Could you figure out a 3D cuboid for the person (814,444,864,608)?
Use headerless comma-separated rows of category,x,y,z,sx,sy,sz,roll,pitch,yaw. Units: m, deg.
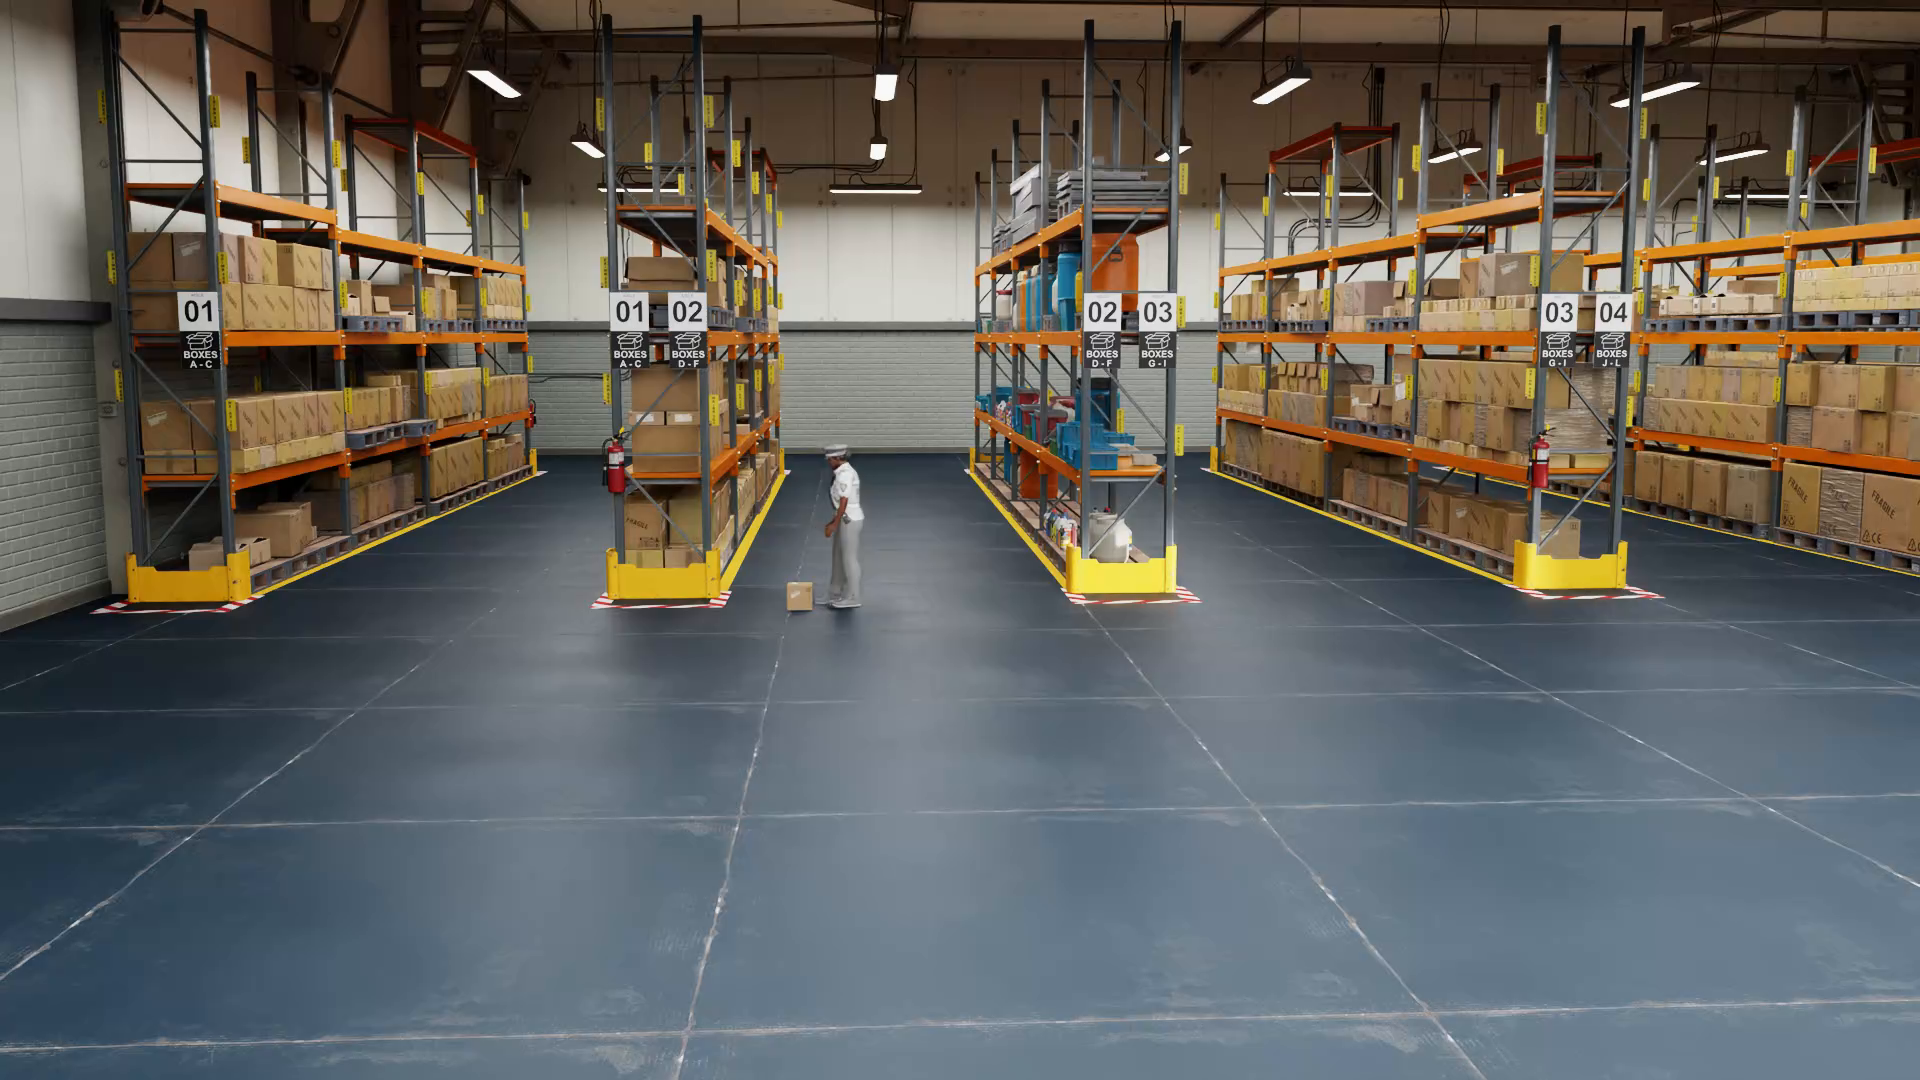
person,-1.233,-0.145,16.866,0.525,1.658,0.506,0,7,-3
